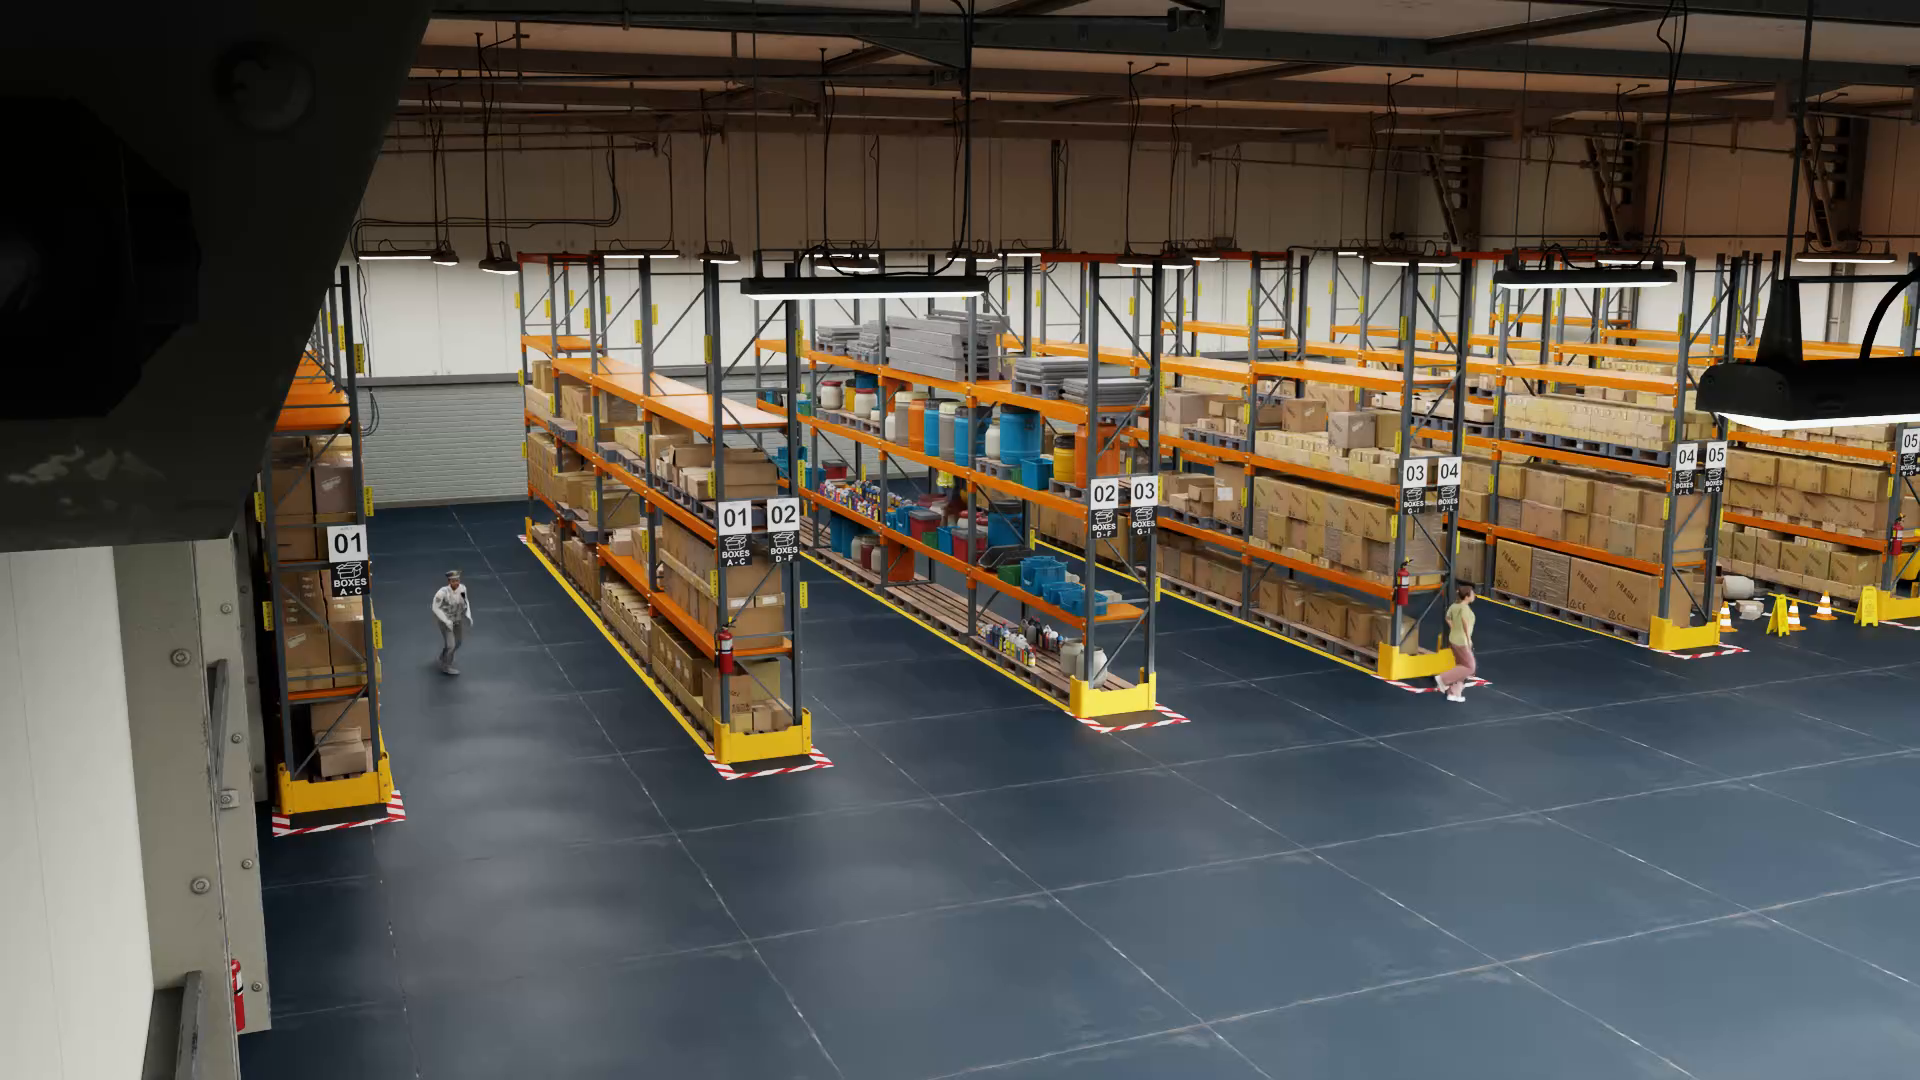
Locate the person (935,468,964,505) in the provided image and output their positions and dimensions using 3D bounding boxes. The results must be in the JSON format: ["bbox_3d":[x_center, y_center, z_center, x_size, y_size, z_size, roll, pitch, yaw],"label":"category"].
[{"bbox_3d":[-0.263,-1.172,36.613,0.692,1.710,0.803,-2,11,-13],"label":"person"}]

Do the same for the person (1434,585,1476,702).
[{"bbox_3d":[6.801,1.426,22.807,0.550,1.631,0.644,0,10,-1],"label":"person"}]

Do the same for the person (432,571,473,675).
[{"bbox_3d":[-7.475,1.171,24.251,0.788,1.583,0.596,7,13,34],"label":"person"}]
